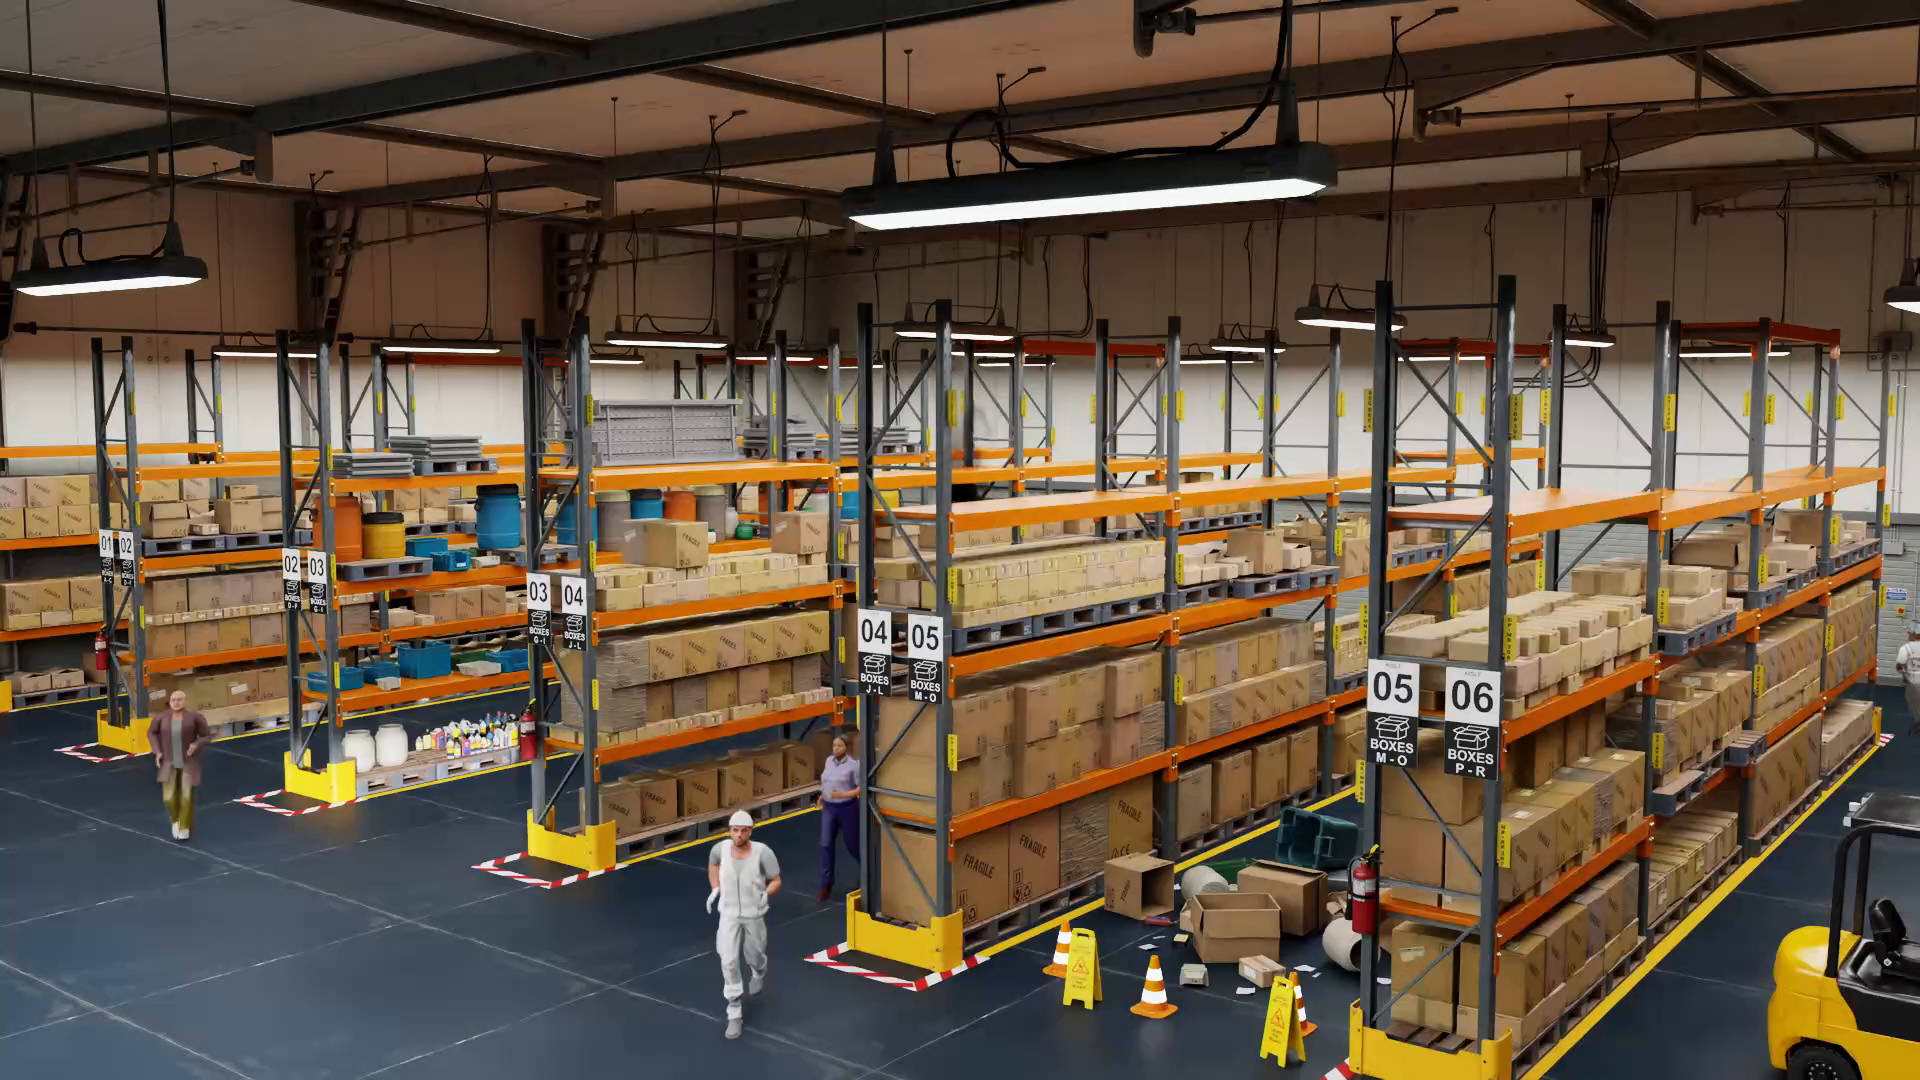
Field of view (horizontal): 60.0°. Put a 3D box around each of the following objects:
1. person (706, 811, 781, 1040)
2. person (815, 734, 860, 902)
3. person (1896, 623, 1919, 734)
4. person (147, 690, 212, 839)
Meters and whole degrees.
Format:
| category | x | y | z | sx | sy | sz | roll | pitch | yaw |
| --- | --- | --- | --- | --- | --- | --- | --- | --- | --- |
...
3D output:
| category | x | y | z | sx | sy | sz | roll | pitch | yaw |
| --- | --- | --- | --- | --- | --- | --- | --- | --- | --- |
| person | -1.781 | 3.079 | 13.729 | 0.625 | 1.780 | 0.992 | 0 | 5 | 1 |
| person | -1.221 | 2.832 | 17.237 | 0.606 | 1.664 | 0.846 | 2 | 5 | 24 |
| person | 14.368 | 2.116 | 24.992 | 0.660 | 1.757 | 0.686 | -1 | 5 | -12 |
| person | -9.063 | 2.621 | 19.252 | 0.705 | 1.742 | 0.623 | -1 | 5 | -16 |
